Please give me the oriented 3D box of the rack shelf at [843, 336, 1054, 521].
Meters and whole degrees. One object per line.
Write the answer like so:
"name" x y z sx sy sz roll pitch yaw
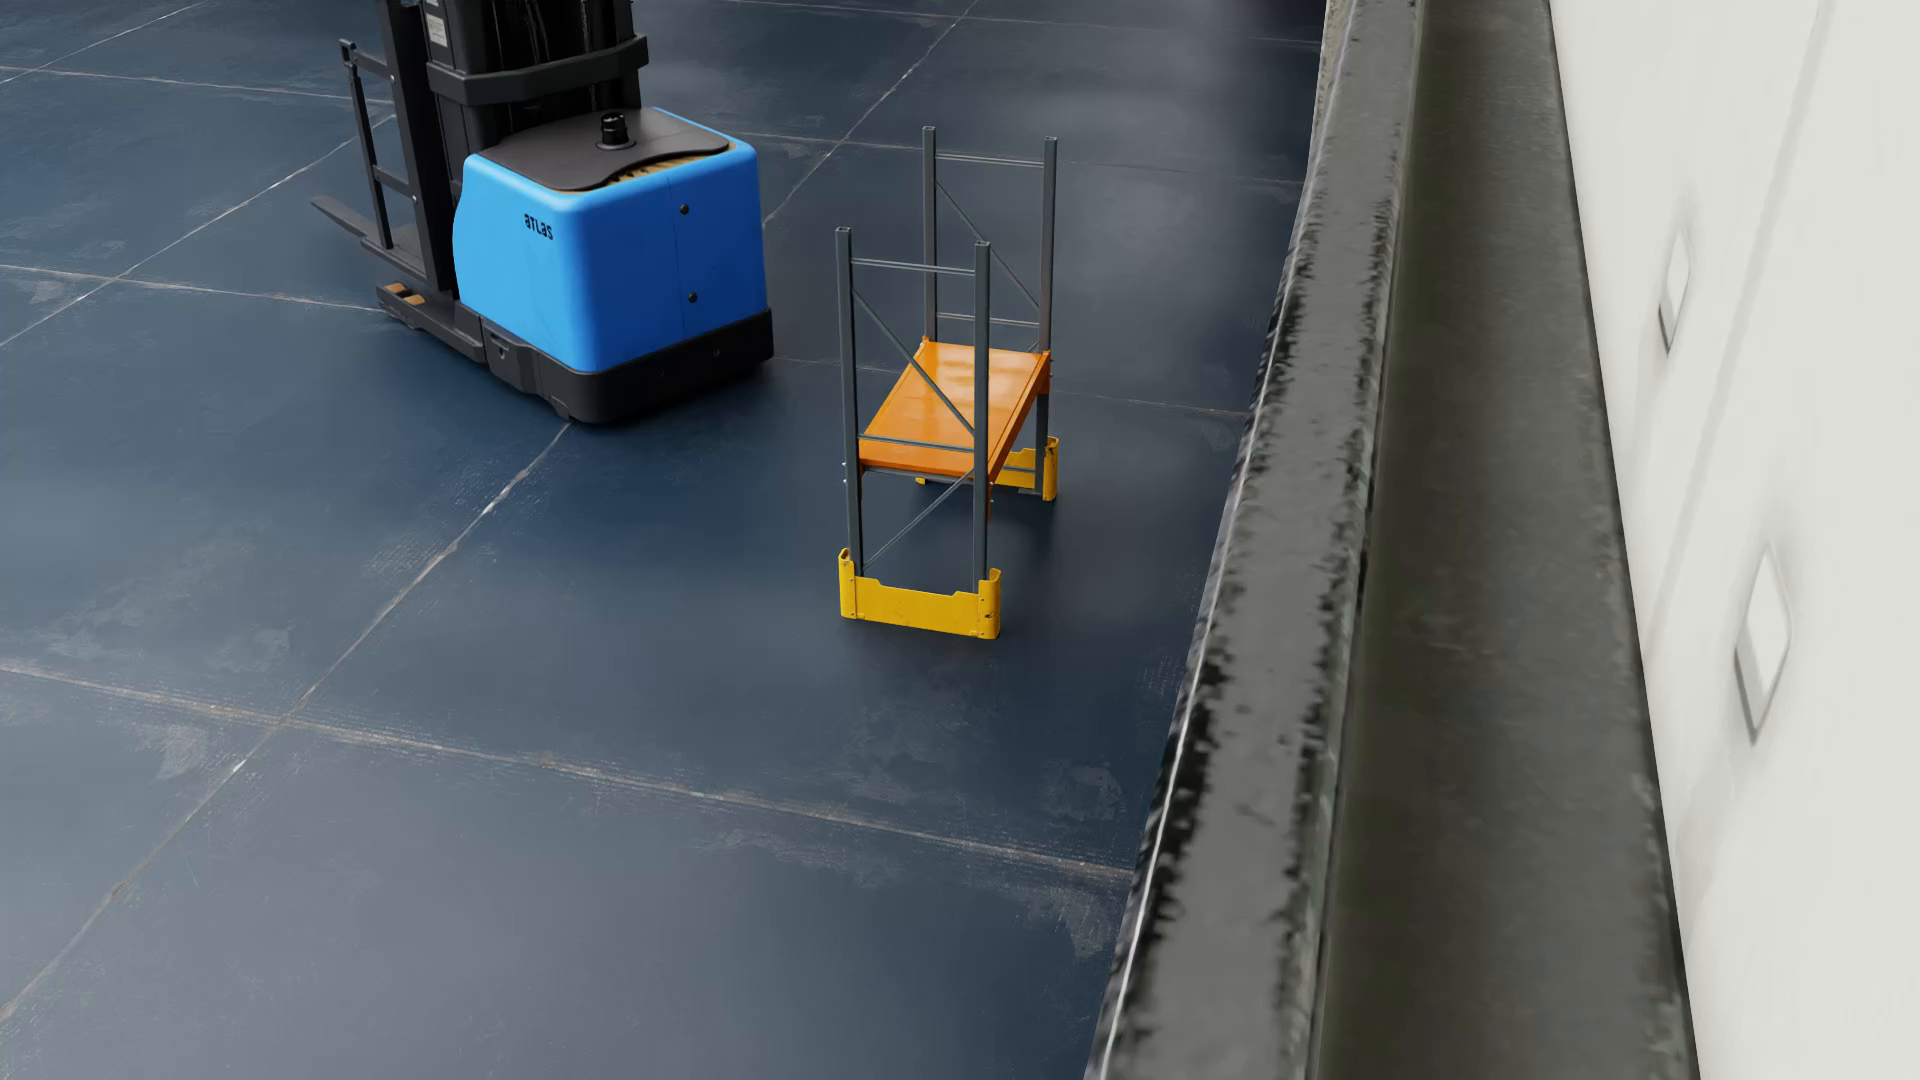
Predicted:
"rack shelf" -0.022 -0.437 6.155 0.538 0.185 1.000 8 33 12

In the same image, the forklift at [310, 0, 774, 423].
"forklift" -2.247 -2.438 7.633 1.130 2.935 3.031 -27 41 -36

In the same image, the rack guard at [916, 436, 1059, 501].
"rack guard" 0.107 -0.324 6.807 0.587 0.250 0.087 8 33 12

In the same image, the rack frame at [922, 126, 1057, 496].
"rack frame" 0.107 -0.852 6.473 0.500 1.500 0.032 8 33 12

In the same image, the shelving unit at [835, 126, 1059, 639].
"shelving unit" -0.019 -0.593 6.065 0.587 1.500 1.083 8 33 12

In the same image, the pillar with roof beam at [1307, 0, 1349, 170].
"pillar with roof beam" -3.228 -3.330 3.381 9.100 9.000 0.400 8 33 12

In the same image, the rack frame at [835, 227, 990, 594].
"rack frame" -0.151 -0.325 5.643 0.500 1.500 0.032 8 33 12

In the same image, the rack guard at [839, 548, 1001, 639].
"rack guard" -0.146 0.192 5.994 0.587 0.250 0.087 8 33 12
